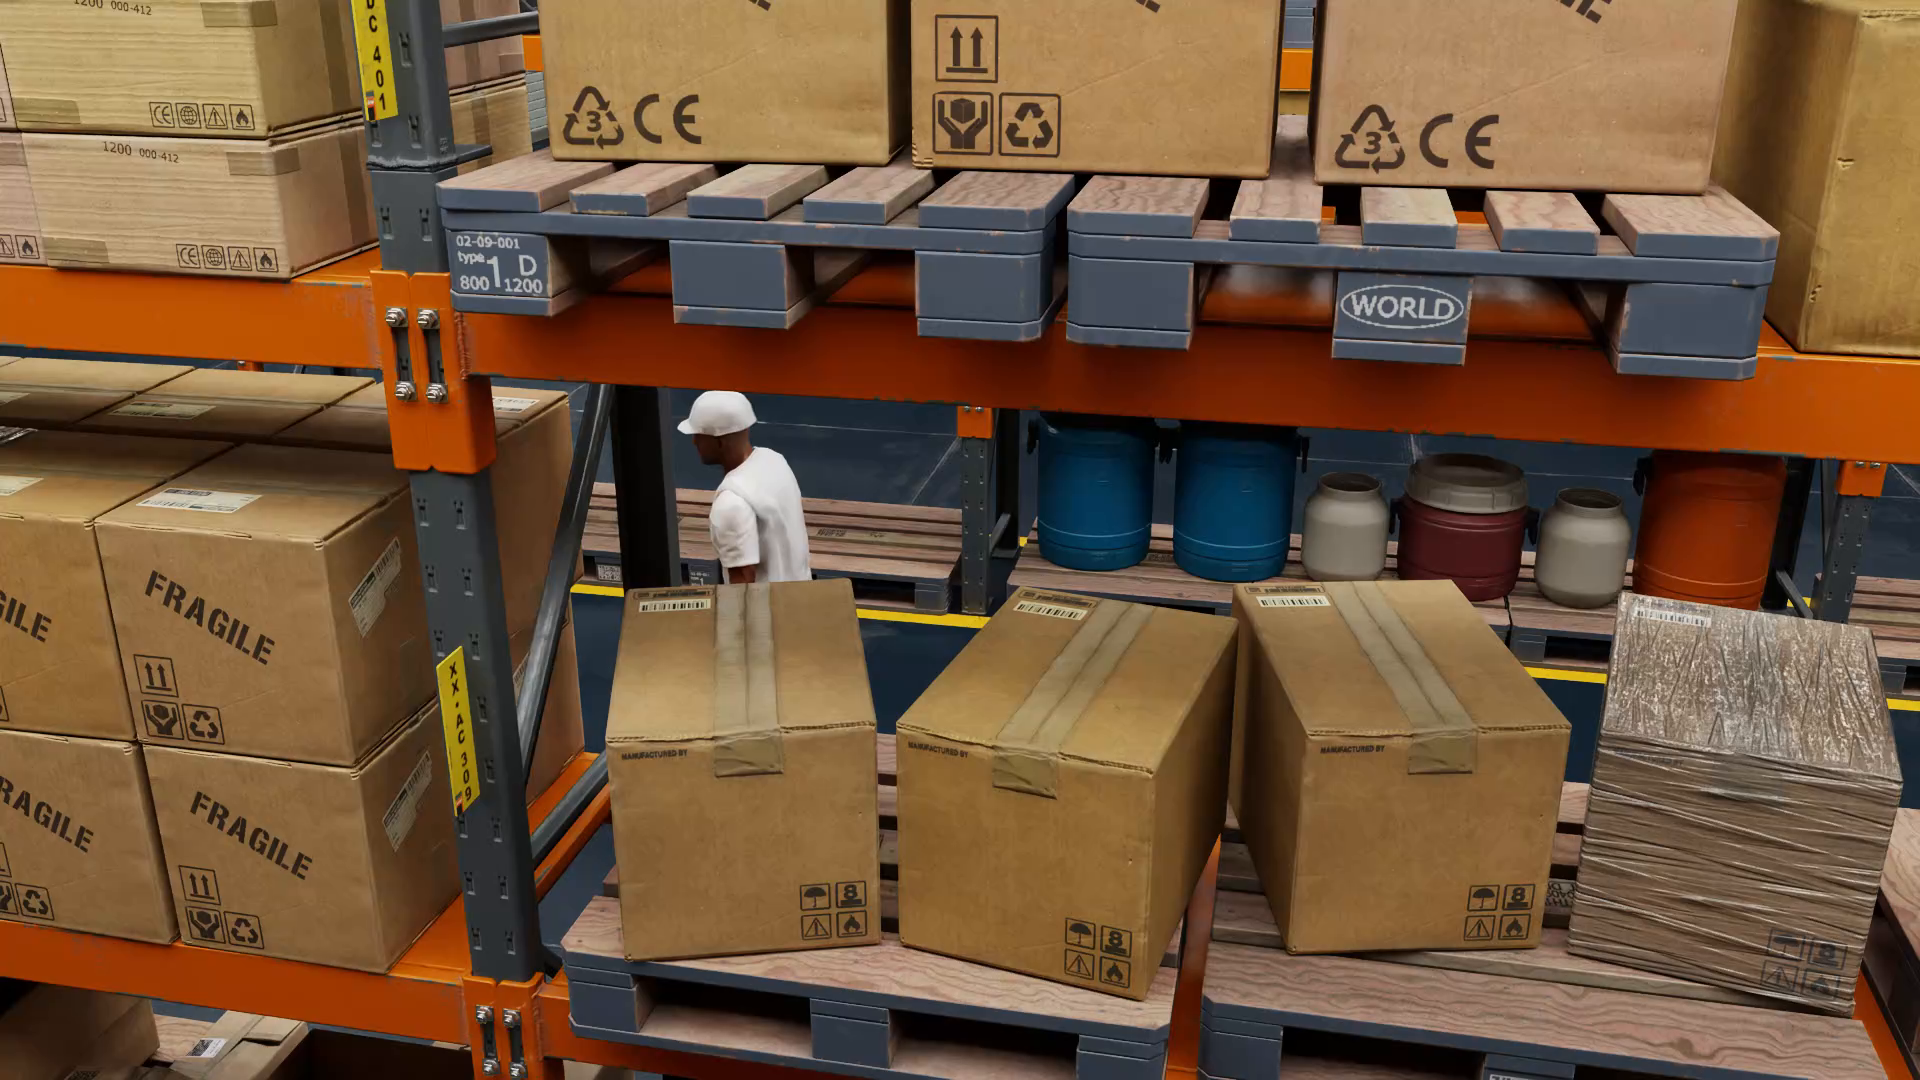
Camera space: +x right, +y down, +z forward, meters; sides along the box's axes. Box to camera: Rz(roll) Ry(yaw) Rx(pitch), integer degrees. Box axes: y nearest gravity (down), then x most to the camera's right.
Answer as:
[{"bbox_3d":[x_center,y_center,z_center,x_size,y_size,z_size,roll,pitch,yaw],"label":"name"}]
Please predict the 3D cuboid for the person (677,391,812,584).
[{"bbox_3d":[-0.806,0.268,6.382,0.459,1.757,0.638,4,22,9],"label":"person"}]
